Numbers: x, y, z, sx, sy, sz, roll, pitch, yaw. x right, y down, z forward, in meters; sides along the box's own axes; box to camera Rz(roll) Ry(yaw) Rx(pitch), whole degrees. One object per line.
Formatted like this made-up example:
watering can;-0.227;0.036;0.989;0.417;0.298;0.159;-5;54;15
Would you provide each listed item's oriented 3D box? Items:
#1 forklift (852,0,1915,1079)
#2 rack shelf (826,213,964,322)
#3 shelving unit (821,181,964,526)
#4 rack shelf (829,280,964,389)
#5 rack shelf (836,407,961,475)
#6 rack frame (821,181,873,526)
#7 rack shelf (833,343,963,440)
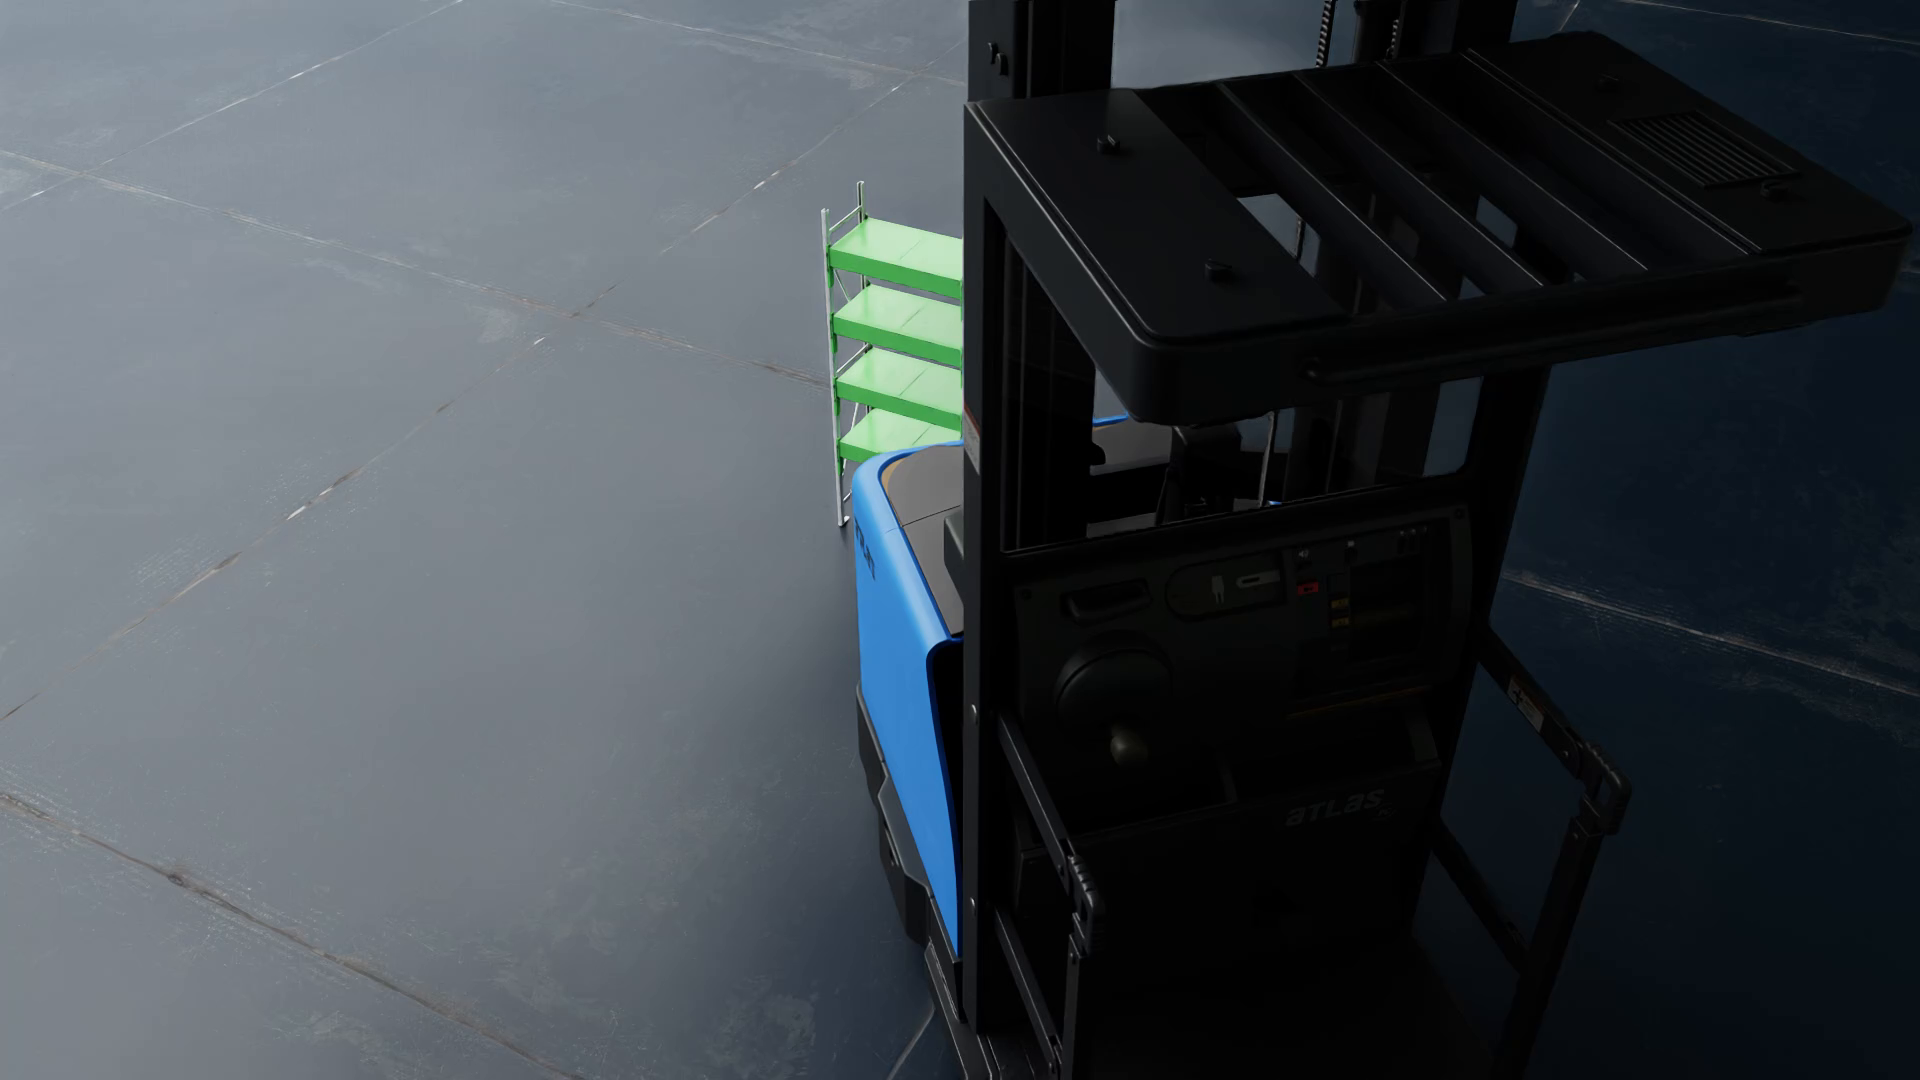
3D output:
forklift;0.611;0.245;3.004;1.130;2.935;3.031;-10;38;-13
rack shelf;-0.147;-0.855;5.196;0.480;0.148;0.258;17;41;21
shelving unit;-0.147;-0.524;5.448;0.503;1.200;0.258;17;41;21
rack shelf;-0.147;-0.664;5.341;0.480;0.148;0.258;17;41;21
rack shelf;-0.147;-0.282;5.632;0.480;0.148;0.258;17;41;21
rack frame;-0.364;-0.592;5.537;0.015;1.200;0.240;17;41;21
rack shelf;-0.147;-0.473;5.486;0.480;0.148;0.258;17;41;21
